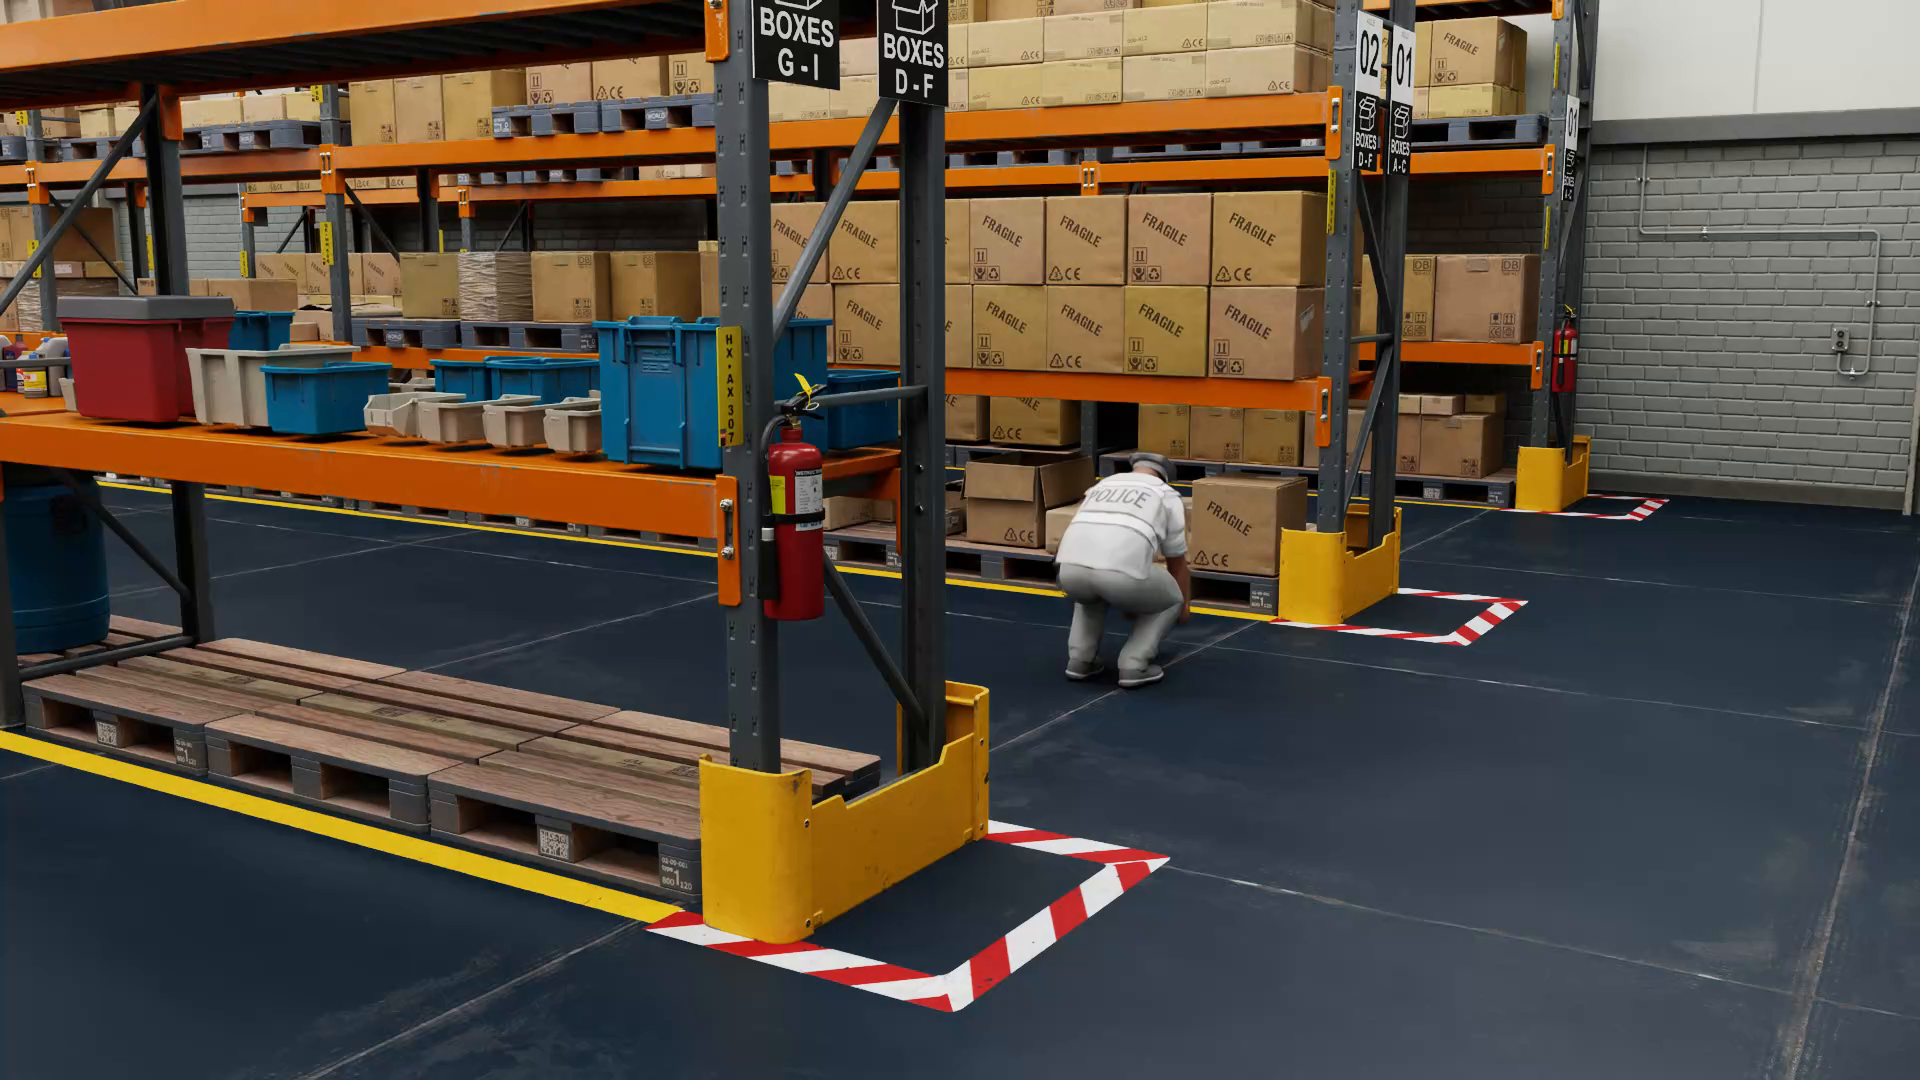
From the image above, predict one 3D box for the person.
[{"bbox_3d":[0.790,0.128,7.848,0.531,1.027,0.968,5,11,29],"label":"person"}]
